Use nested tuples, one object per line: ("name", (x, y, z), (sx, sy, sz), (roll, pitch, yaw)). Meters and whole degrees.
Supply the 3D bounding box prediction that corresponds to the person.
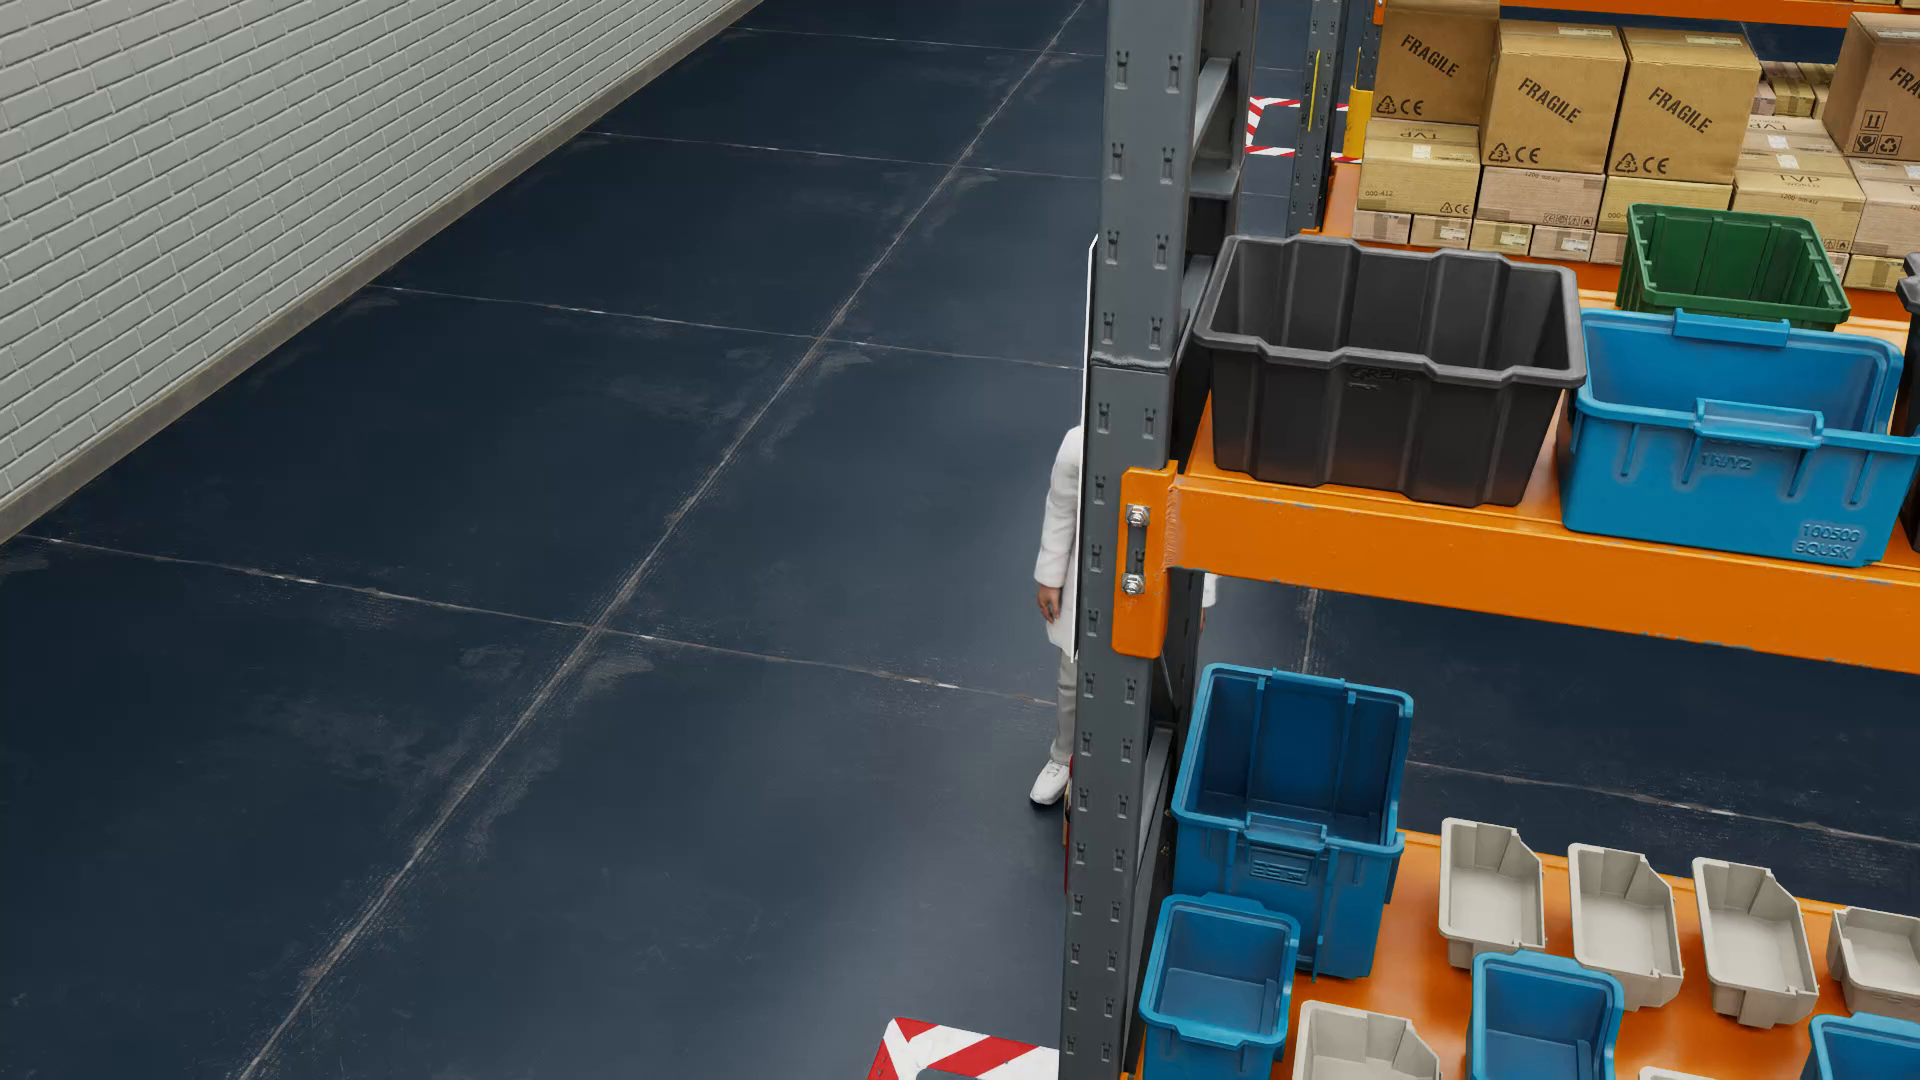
("person", (0.578, 0.184, 5.862), (0.643, 1.774, 0.423), (8, 33, 13))
